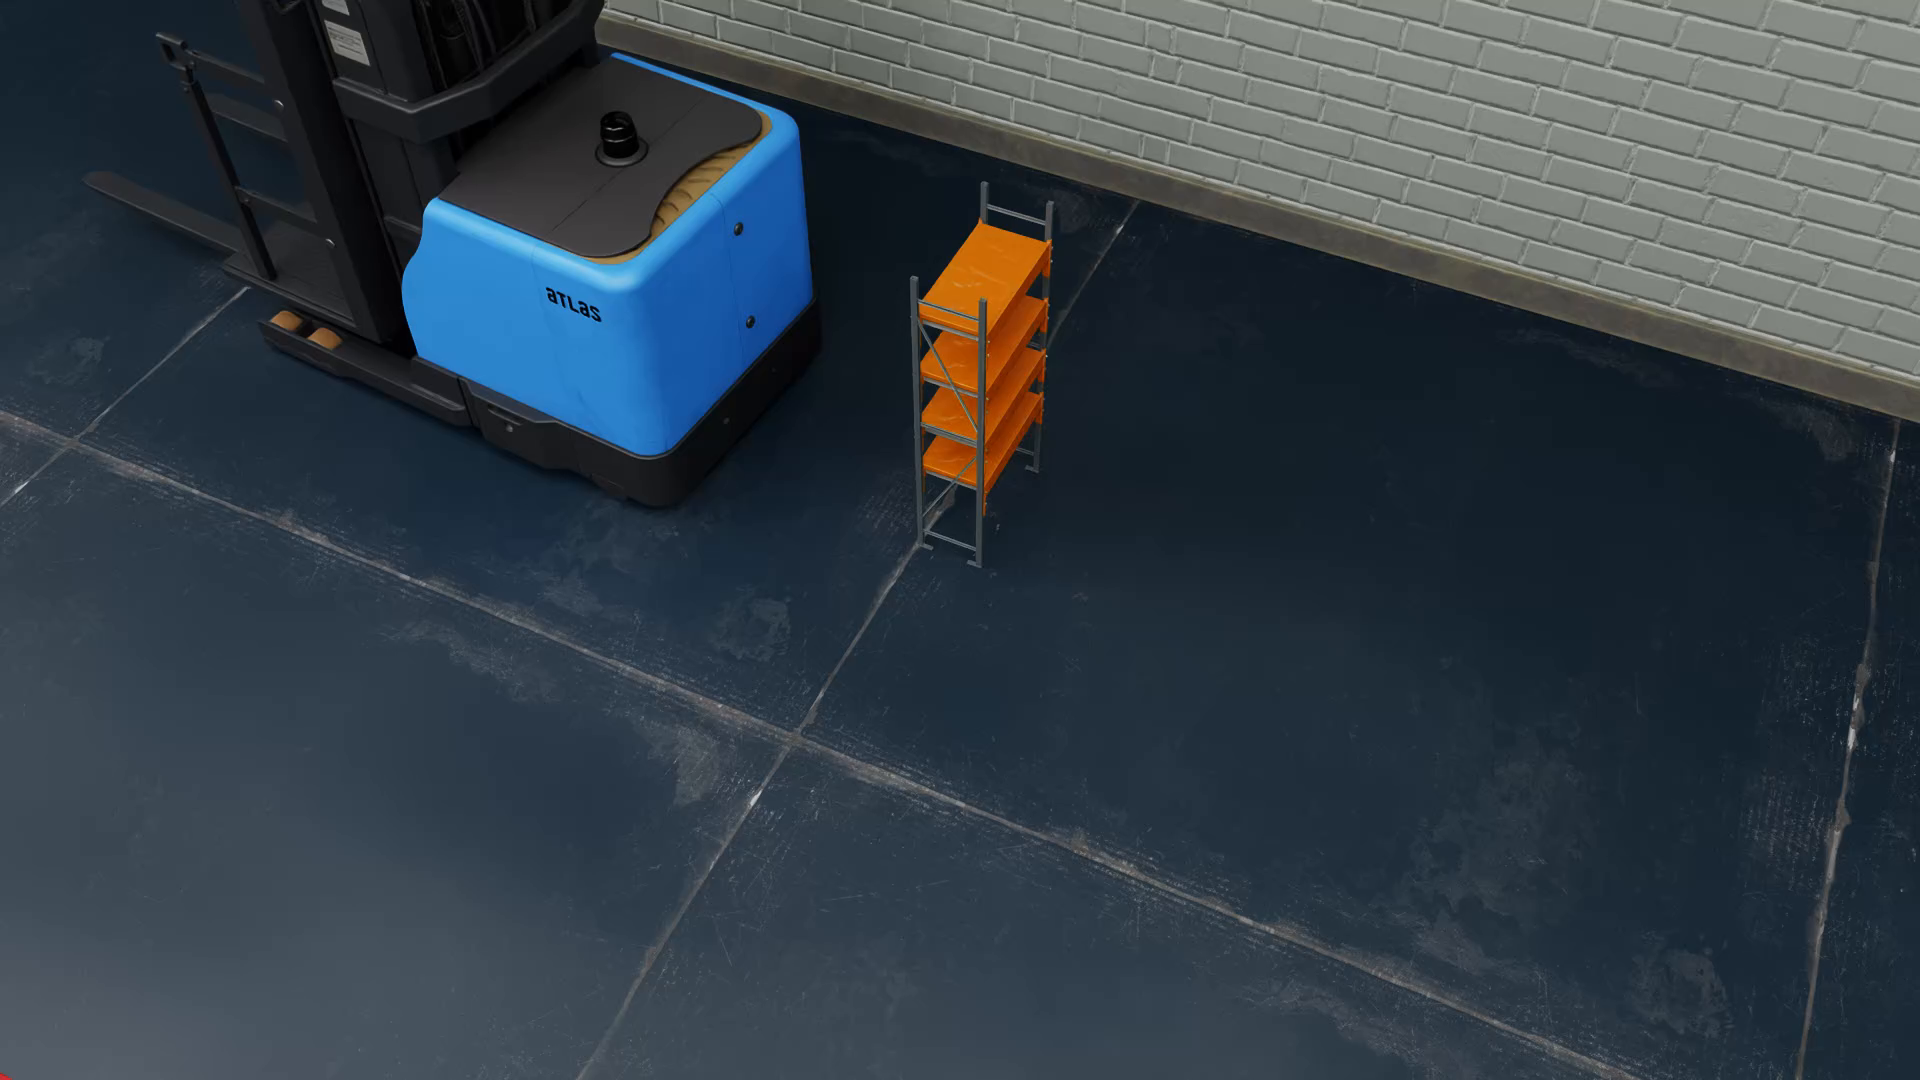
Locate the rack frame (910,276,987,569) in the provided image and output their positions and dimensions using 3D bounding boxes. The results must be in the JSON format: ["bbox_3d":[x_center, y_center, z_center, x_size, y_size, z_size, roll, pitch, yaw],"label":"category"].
[{"bbox_3d":[-0.034,-0.335,5.247,0.240,1.200,0.015,20,52,16],"label":"rack frame"}]

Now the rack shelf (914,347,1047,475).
[{"bbox_3d":[0.071,-0.459,5.441,0.258,0.148,0.480,20,52,16],"label":"rack shelf"}]

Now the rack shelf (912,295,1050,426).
[{"bbox_3d":[0.071,-0.604,5.271,0.258,0.148,0.480,20,52,16],"label":"rack shelf"}]

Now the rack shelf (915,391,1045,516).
[{"bbox_3d":[0.071,-0.331,5.592,0.258,0.148,0.480,20,52,16],"label":"rack shelf"}]

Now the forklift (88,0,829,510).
[{"bbox_3d":[-2.030,-1.897,5.439,3.031,2.935,1.130,24,54,19],"label":"forklift"}]

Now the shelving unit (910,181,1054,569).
[{"bbox_3d":[0.071,-0.503,5.390,0.258,1.200,0.503,20,52,16],"label":"shelving unit"}]

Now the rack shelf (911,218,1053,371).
[{"bbox_3d":[0.071,-0.757,5.091,0.258,0.148,0.480,20,52,16],"label":"rack shelf"}]

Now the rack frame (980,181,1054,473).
[{"bbox_3d":[0.175,-0.671,5.533,0.240,1.200,0.015,20,52,16],"label":"rack frame"}]
